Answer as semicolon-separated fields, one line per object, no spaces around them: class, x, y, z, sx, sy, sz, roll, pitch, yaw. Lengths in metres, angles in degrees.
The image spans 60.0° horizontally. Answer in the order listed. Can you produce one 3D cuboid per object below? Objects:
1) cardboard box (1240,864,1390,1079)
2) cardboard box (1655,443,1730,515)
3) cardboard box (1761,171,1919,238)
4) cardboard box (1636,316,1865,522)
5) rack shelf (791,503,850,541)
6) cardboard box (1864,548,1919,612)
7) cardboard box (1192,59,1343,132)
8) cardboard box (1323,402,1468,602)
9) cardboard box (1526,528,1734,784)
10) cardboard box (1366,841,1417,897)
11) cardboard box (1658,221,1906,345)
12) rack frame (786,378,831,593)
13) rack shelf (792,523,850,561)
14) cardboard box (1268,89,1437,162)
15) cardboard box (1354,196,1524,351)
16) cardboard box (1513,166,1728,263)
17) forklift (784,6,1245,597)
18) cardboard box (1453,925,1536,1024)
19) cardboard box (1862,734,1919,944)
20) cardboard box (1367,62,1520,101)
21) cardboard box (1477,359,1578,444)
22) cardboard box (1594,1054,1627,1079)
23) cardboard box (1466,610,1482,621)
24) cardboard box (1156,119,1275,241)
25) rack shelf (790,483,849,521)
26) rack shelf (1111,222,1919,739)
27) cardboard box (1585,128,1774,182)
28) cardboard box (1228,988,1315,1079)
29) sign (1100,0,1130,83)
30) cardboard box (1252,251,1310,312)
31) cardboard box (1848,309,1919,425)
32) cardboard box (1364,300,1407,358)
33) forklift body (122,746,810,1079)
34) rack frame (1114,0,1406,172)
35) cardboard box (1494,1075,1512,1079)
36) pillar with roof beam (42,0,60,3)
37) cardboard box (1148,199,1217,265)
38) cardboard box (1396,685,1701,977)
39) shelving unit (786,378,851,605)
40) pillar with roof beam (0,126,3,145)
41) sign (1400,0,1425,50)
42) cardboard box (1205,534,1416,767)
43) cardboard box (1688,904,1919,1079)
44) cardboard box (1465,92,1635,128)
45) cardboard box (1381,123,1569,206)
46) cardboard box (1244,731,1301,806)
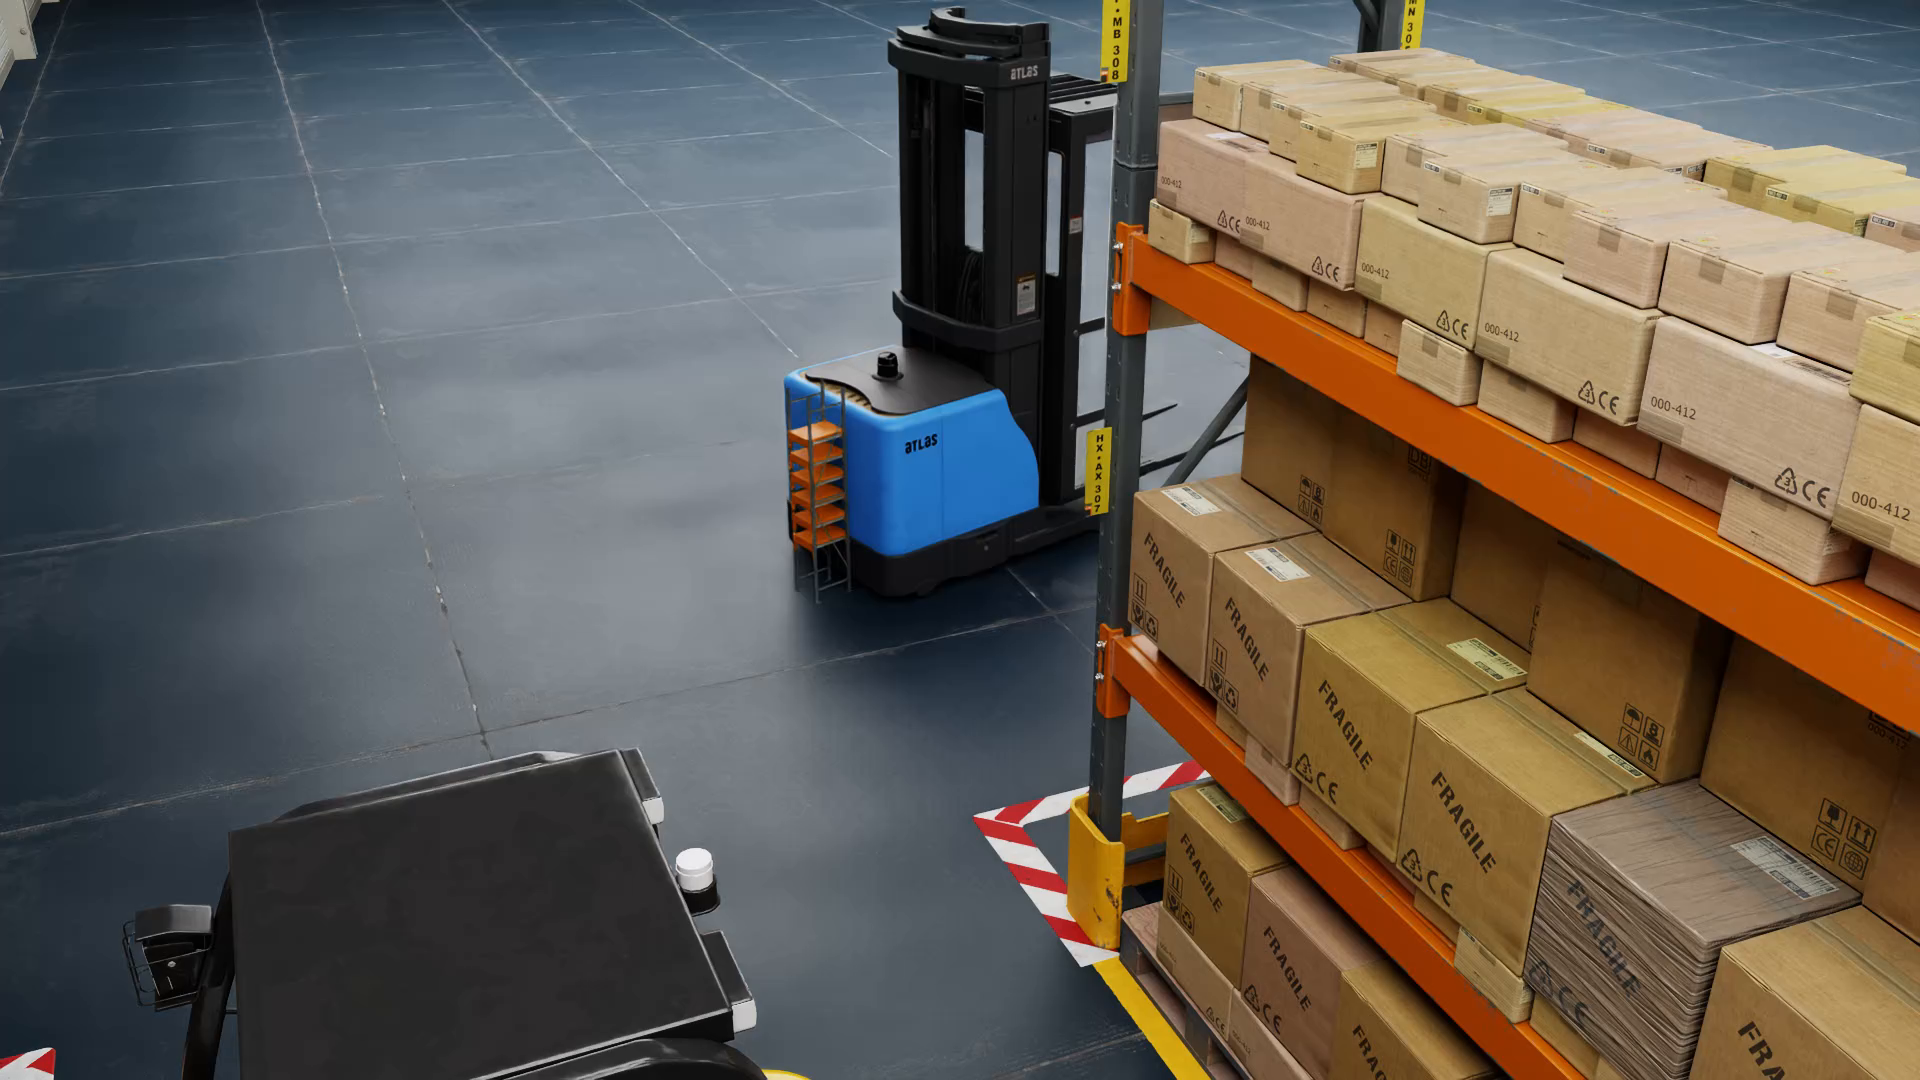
cardboard box;1.266;1.360;5.346;0.500;0.500;0.500;-12;28;-23
cardboard box;1.735;-0.175;3.557;0.380;0.149;0.250;-10;28;-19
cardboard box;2.045;-0.718;3.760;0.380;0.149;0.250;-10;28;-20
cardboard box;1.747;-0.286;3.330;0.500;0.250;0.500;-11;28;-21
rack shelf;-0.752;-0.105;8.972;0.258;0.103;0.180;-21;33;-36
cardboard box;1.953;0.035;3.126;0.380;0.149;0.250;-12;28;-22
cardboard box;0.938;-1.358;5.070;0.380;0.149;0.250;-11;28;-21
cardboard box;1.579;-0.196;5.140;0.700;0.500;0.500;-10;28;-20
cardboard box;1.941;0.217;4.294;0.700;0.500;0.500;-11;28;-21
cardboard box;1.418;0.869;4.838;0.380;0.149;0.250;-10;28;-19
cardboard box;1.658;-0.524;3.363;0.380;0.149;0.250;-10;28;-20
rack frame;-0.812;-0.283;8.962;0.240;1.200;0.006;-21;33;-36
rack shelf;-0.752;0.003;9.025;0.258;0.103;0.180;-21;33;-36
cardboard box;1.092;-1.147;4.639;0.380;0.149;0.250;-11;28;-21
cardboard box;1.352;-0.699;4.175;0.500;0.250;0.500;-10;28;-19
cardboard box;1.505;-0.738;3.801;0.380;0.149;0.250;-10;28;-20
forklift;0.471;-1.524;9.531;3.031;2.935;1.130;-20;32;-35
cardboard box;1.539;1.092;4.381;0.380;0.149;0.250;-10;28;-20
cardboard box;2.400;0.619;3.470;0.700;0.500;0.500;-10;28;-20
cardboard box;1.456;-1.339;5.033;0.380;0.149;0.250;-10;28;-20
cardboard box;1.468;-0.368;3.952;0.380;0.149;0.250;-11;28;-22
cardboard box;1.746;1.298;3.959;0.380;0.149;0.250;-11;28;-21
cardboard box;1.837;0.456;4.944;0.500;0.500;0.500;-11;28;-21
cardboard box;0.938;-1.108;5.014;0.500;0.250;0.500;-11;28;-22
rack shelf;-0.752;-0.213;8.919;0.258;0.103;0.180;-21;33;-36
rack shelf;1.770;-0.160;4.060;1.077;0.370;4.000;-11;28;-21
cardboard box;1.792;-0.918;4.170;0.380;0.149;0.250;-11;28;-22
cardboard box;1.241;1.685;5.536;0.500;0.250;0.500;-10;28;-19
sign;0.487;-1.590;5.173;0.100;0.325;0.005;-11;28;-21
cardboard box;1.075;-0.785;4.805;0.380;0.149;0.250;-10;28;-19
cardboard box;1.814;-0.306;2.917;0.380;0.149;0.250;-10;28;-19
cardboard box;1.302;-0.582;4.391;0.380;0.149;0.250;-11;28;-22
forklift body;-1.158;1.745;3.724;2.313;2.155;1.214;-11;28;-21
rack frame;0.986;-2.638;4.897;1.000;3.000;0.127;-11;28;-21
cardboard box;1.673;1.779;4.489;0.500;0.500;0.500;-9;27;-18
pillar with roof beam;-11.923;-14.199;28.575;9.100;9.000;0.400;-11;28;-21
cardboard box;0.818;-0.988;5.222;0.380;0.149;0.250;-11;28;-21
cardboard box;1.530;0.736;4.372;0.500;0.500;0.500;-11;28;-22
shelving unit;-0.752;-0.253;8.900;0.258;1.200;0.189;-21;33;-36
pillar with roof beam;-7.224;-9.355;18.653;9.100;9.000;0.400;-11;28;-21
sign;1.505;-1.776;5.540;0.100;0.325;0.005;-11;28;-21
cardboard box;1.122;0.326;5.210;0.500;0.500;0.500;-10;28;-19
cardboard box;1.942;1.150;3.522;0.500;0.500;0.500;-10;28;-19
cardboard box;1.625;-1.128;4.601;0.380;0.149;0.250;-10;28;-20
cardboard box;1.307;-0.949;4.234;0.380;0.149;0.250;-11;28;-21
cardboard box;1.127;0.674;5.237;0.380;0.149;0.250;-10;28;-20
